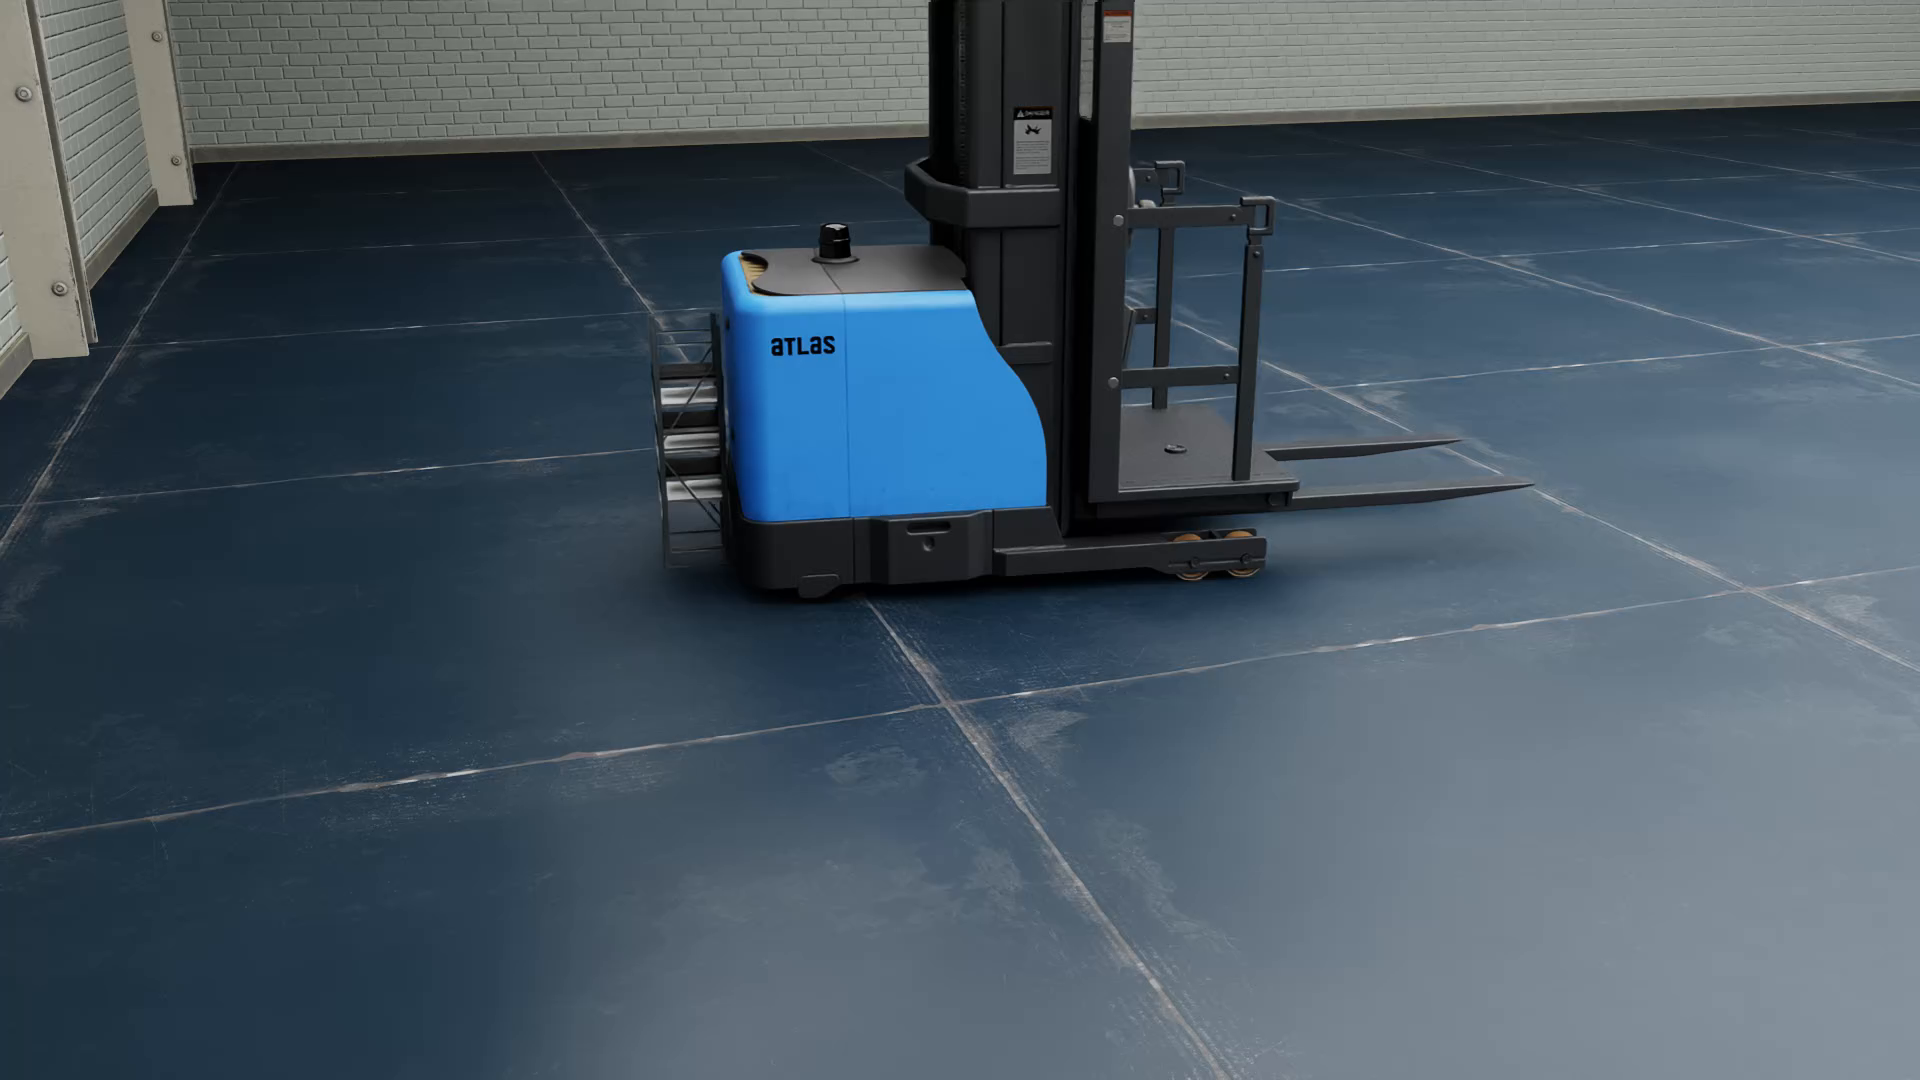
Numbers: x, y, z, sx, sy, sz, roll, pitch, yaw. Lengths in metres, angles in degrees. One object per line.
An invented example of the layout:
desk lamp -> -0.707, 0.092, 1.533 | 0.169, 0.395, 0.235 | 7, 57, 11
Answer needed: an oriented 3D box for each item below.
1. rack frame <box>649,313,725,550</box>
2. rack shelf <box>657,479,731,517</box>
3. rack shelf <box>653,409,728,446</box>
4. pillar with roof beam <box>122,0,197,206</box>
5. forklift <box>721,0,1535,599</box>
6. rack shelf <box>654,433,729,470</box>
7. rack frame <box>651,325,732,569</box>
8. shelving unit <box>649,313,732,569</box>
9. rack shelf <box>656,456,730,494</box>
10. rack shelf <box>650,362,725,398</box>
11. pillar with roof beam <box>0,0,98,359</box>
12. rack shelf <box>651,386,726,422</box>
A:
rack frame -> -1.007, -0.394, 6.183 | 0.240, 0.900, 0.006 | -4, 20, -11
rack shelf -> -0.986, -0.160, 6.161 | 0.258, 0.077, 0.200 | -4, 20, -11
rack shelf -> -0.986, -0.414, 6.070 | 0.258, 0.077, 0.200 | -4, 20, -11
pillar with roof beam -> -2.875, -7.693, 14.523 | 9.100, 9.000, 0.400 | -6, 21, -17
forklift -> 0.653, -1.403, 5.987 | 3.031, 2.935, 1.130 | -4, 20, -10
rack shelf -> -0.986, -0.329, 6.100 | 0.258, 0.077, 0.200 | -4, 20, -11
rack frame -> -0.966, -0.327, 5.995 | 0.240, 0.900, 0.006 | -4, 20, -11
shelving unit -> -0.986, -0.361, 6.089 | 0.258, 0.900, 0.210 | -4, 20, -11
rack shelf -> -0.986, -0.244, 6.131 | 0.258, 0.077, 0.200 | -4, 20, -11
rack shelf -> -0.986, -0.583, 6.009 | 0.258, 0.077, 0.200 | -4, 20, -11
pillar with roof beam -> -0.989, -5.768, 9.162 | 9.100, 9.000, 0.400 | -6, 21, -17
rack shelf -> -0.986, -0.499, 6.040 | 0.258, 0.077, 0.200 | -4, 20, -11
